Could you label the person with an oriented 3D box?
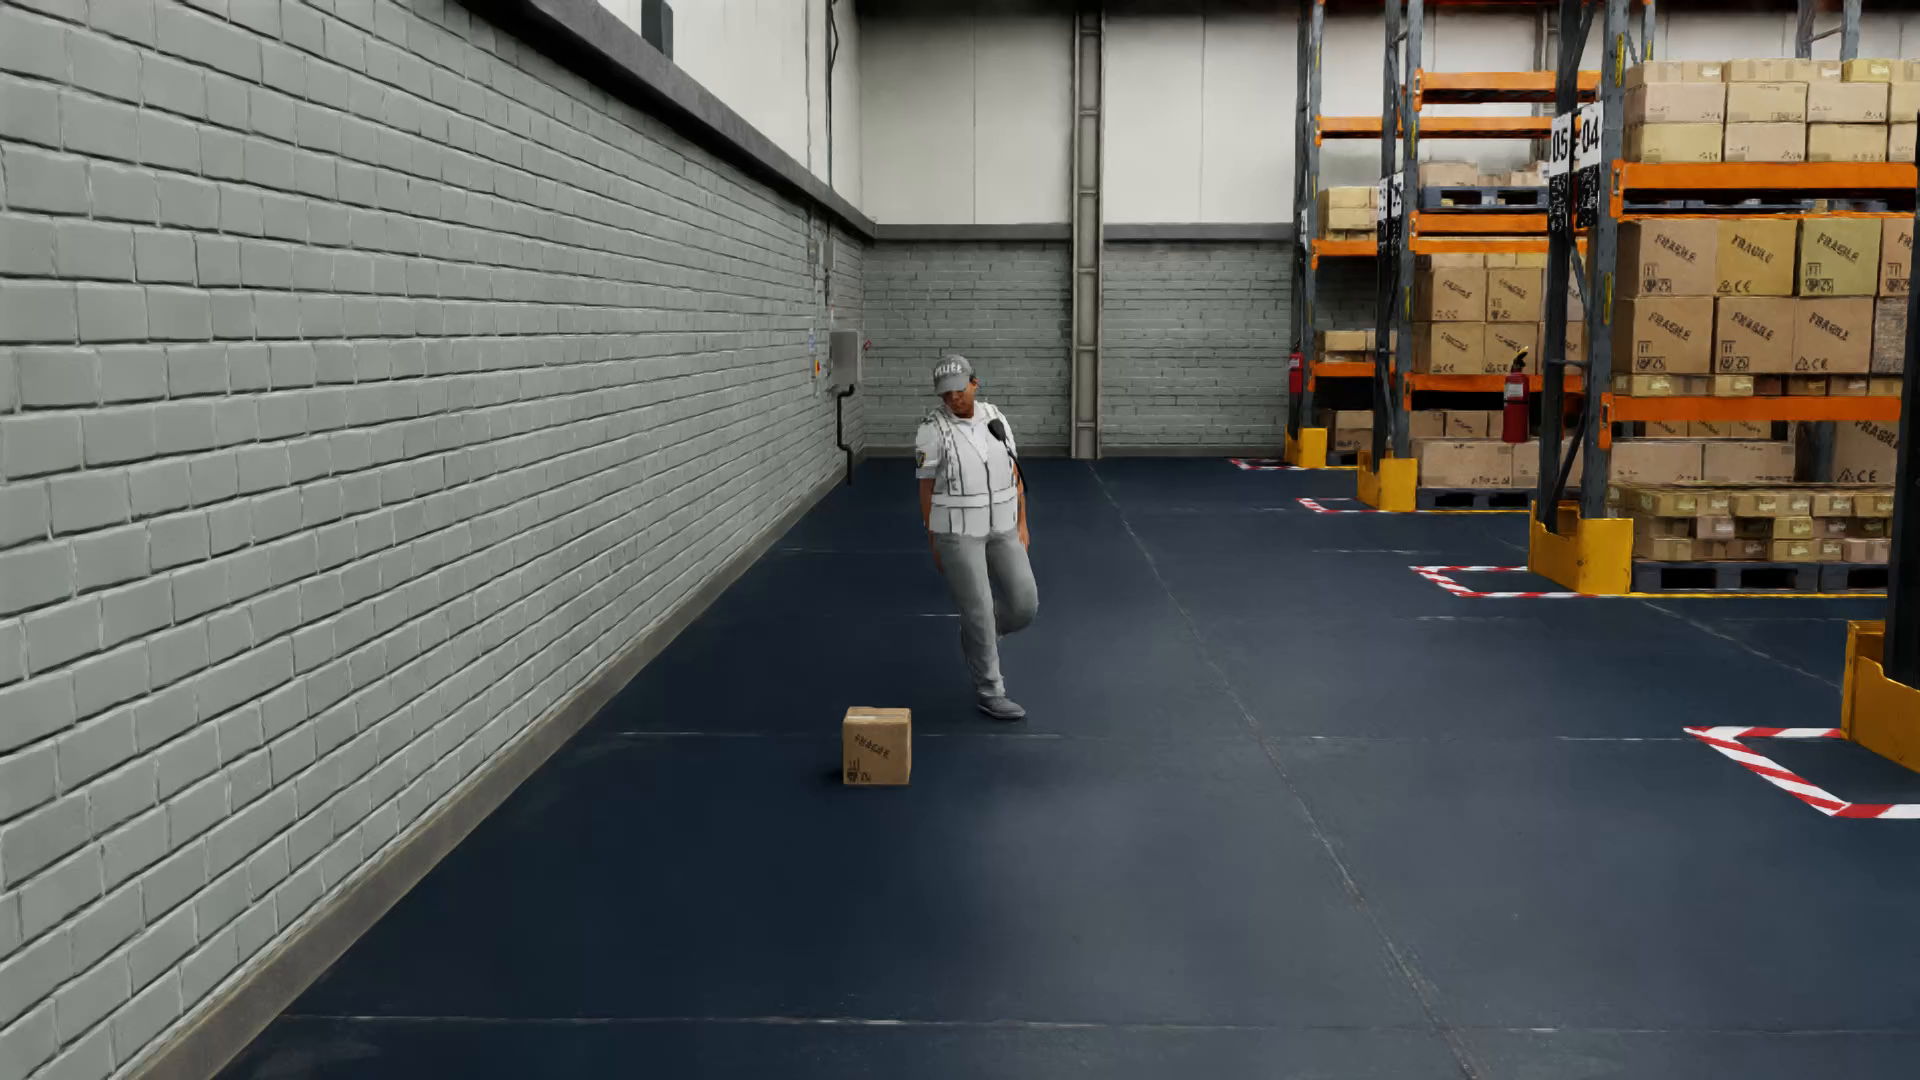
[{"bbox_3d":[0.049,-0.028,7.584,0.548,1.630,0.609,-4,8,-30],"label":"person"}]
